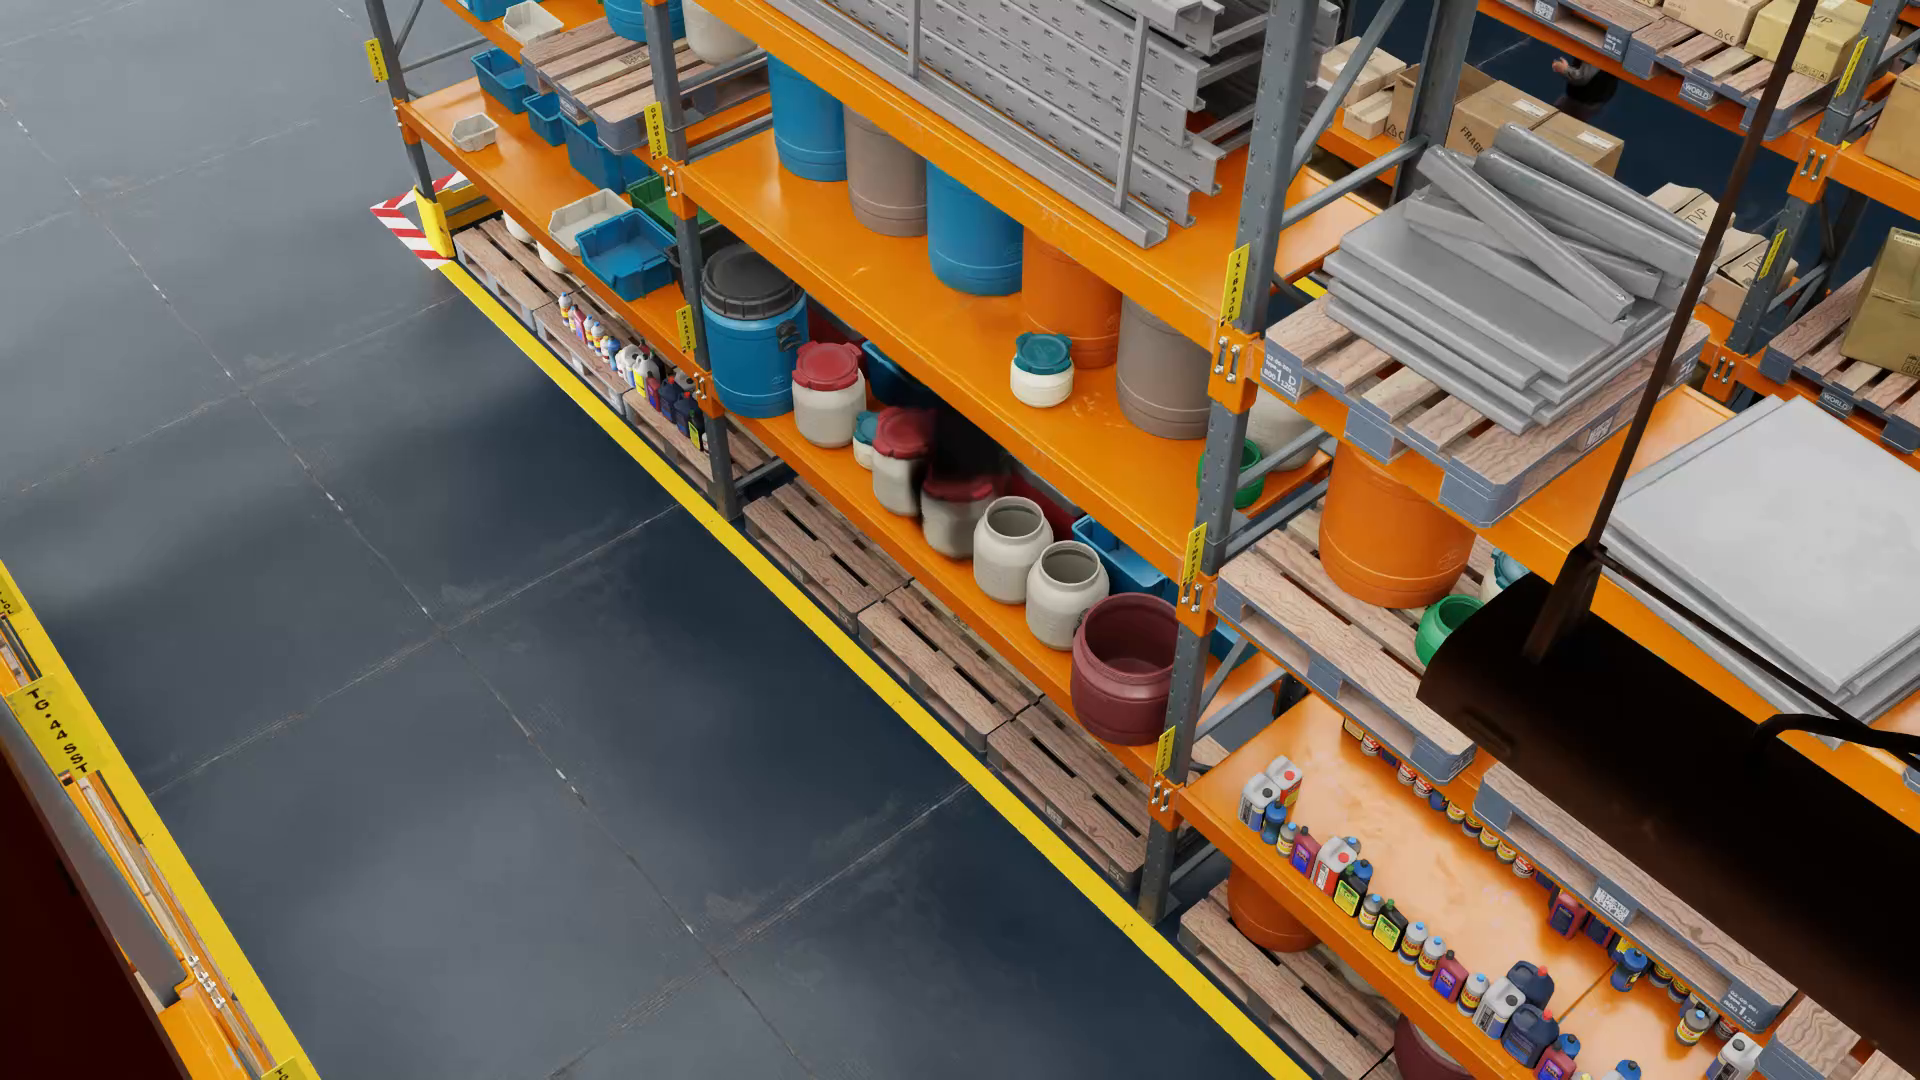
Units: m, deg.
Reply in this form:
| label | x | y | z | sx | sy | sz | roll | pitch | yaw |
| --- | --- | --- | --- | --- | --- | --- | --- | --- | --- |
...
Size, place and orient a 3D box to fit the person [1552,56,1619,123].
| label | x | y | z | sx | sy | sz | roll | pitch | yaw |
| --- | --- | --- | --- | --- | --- | --- | --- | --- | --- |
| person | 4.952 | -3.566 | 13.209 | 0.575 | 1.679 | 0.657 | 33 | 55 | 27 |
